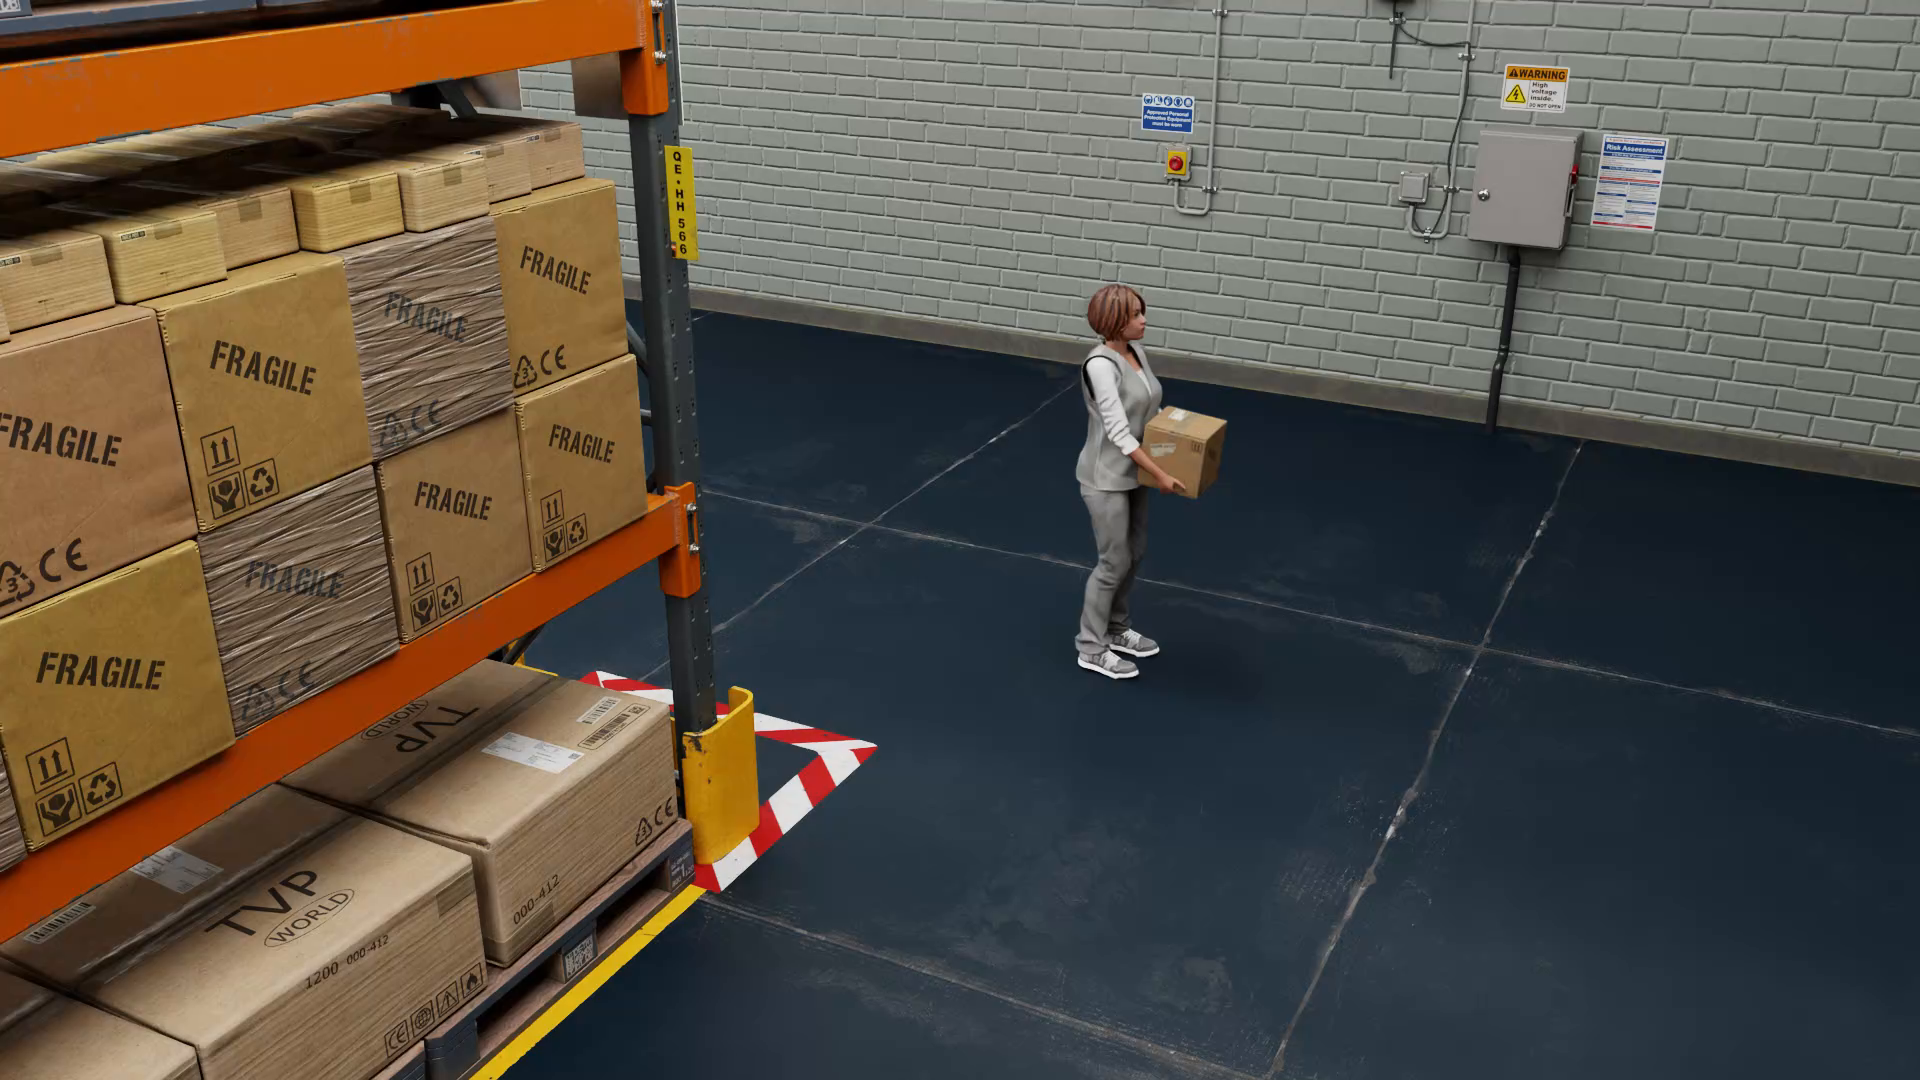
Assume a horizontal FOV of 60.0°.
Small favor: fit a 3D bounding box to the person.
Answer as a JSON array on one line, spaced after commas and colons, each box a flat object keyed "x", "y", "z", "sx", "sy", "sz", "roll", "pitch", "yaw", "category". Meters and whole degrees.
[{"x": 0.711, "y": -0.223, "z": 6.631, "sx": 0.492, "sy": 1.594, "sz": 0.419, "roll": 11, "pitch": 26, "yaw": 24, "category": "person"}]
